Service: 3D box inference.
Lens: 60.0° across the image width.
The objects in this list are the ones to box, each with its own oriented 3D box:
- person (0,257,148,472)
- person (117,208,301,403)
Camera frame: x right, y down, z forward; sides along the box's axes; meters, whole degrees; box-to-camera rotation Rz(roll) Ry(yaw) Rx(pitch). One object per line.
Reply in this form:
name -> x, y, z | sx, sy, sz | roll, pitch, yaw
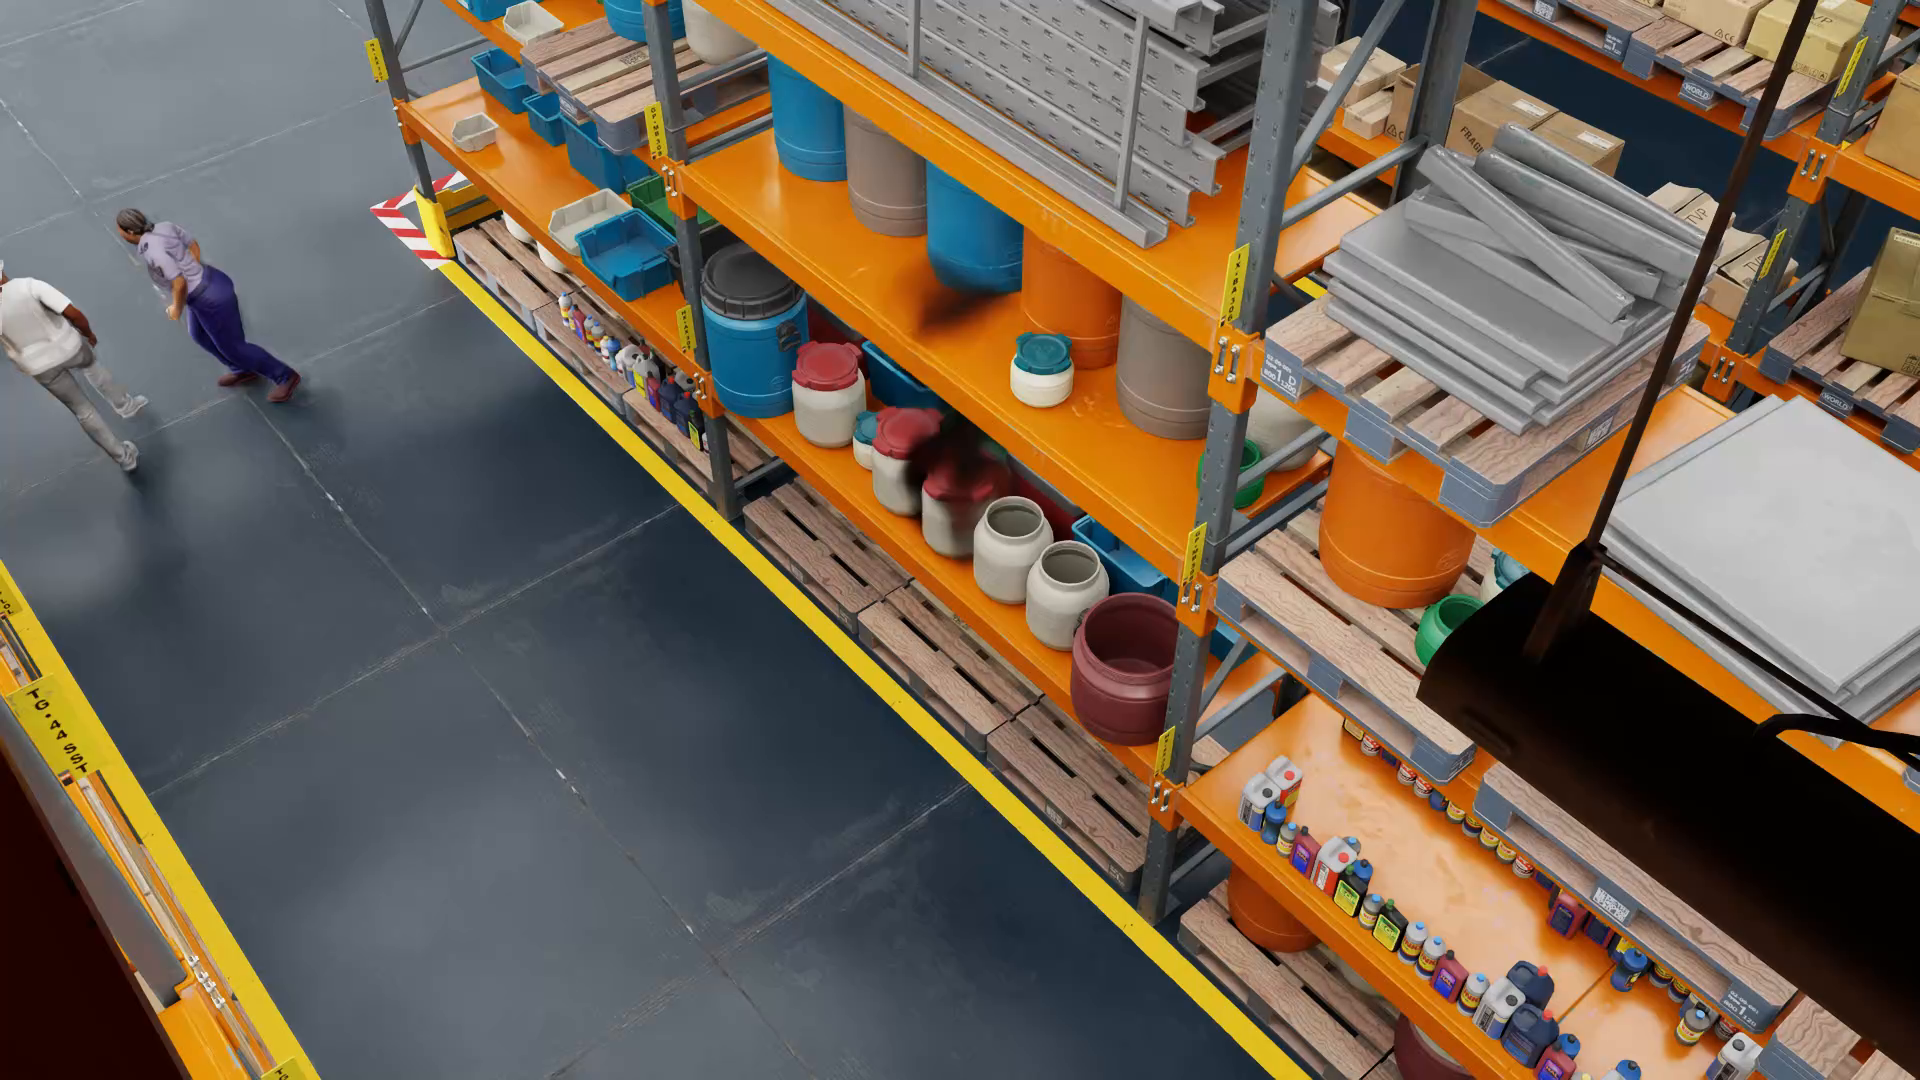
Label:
person -> -5.930, -1.202, 10.905 | 0.812, 1.700, 0.775 | -27, 52, -24
person -> -5.201, -1.649, 11.531 | 0.780, 1.513, 0.675 | -15, 48, -13
